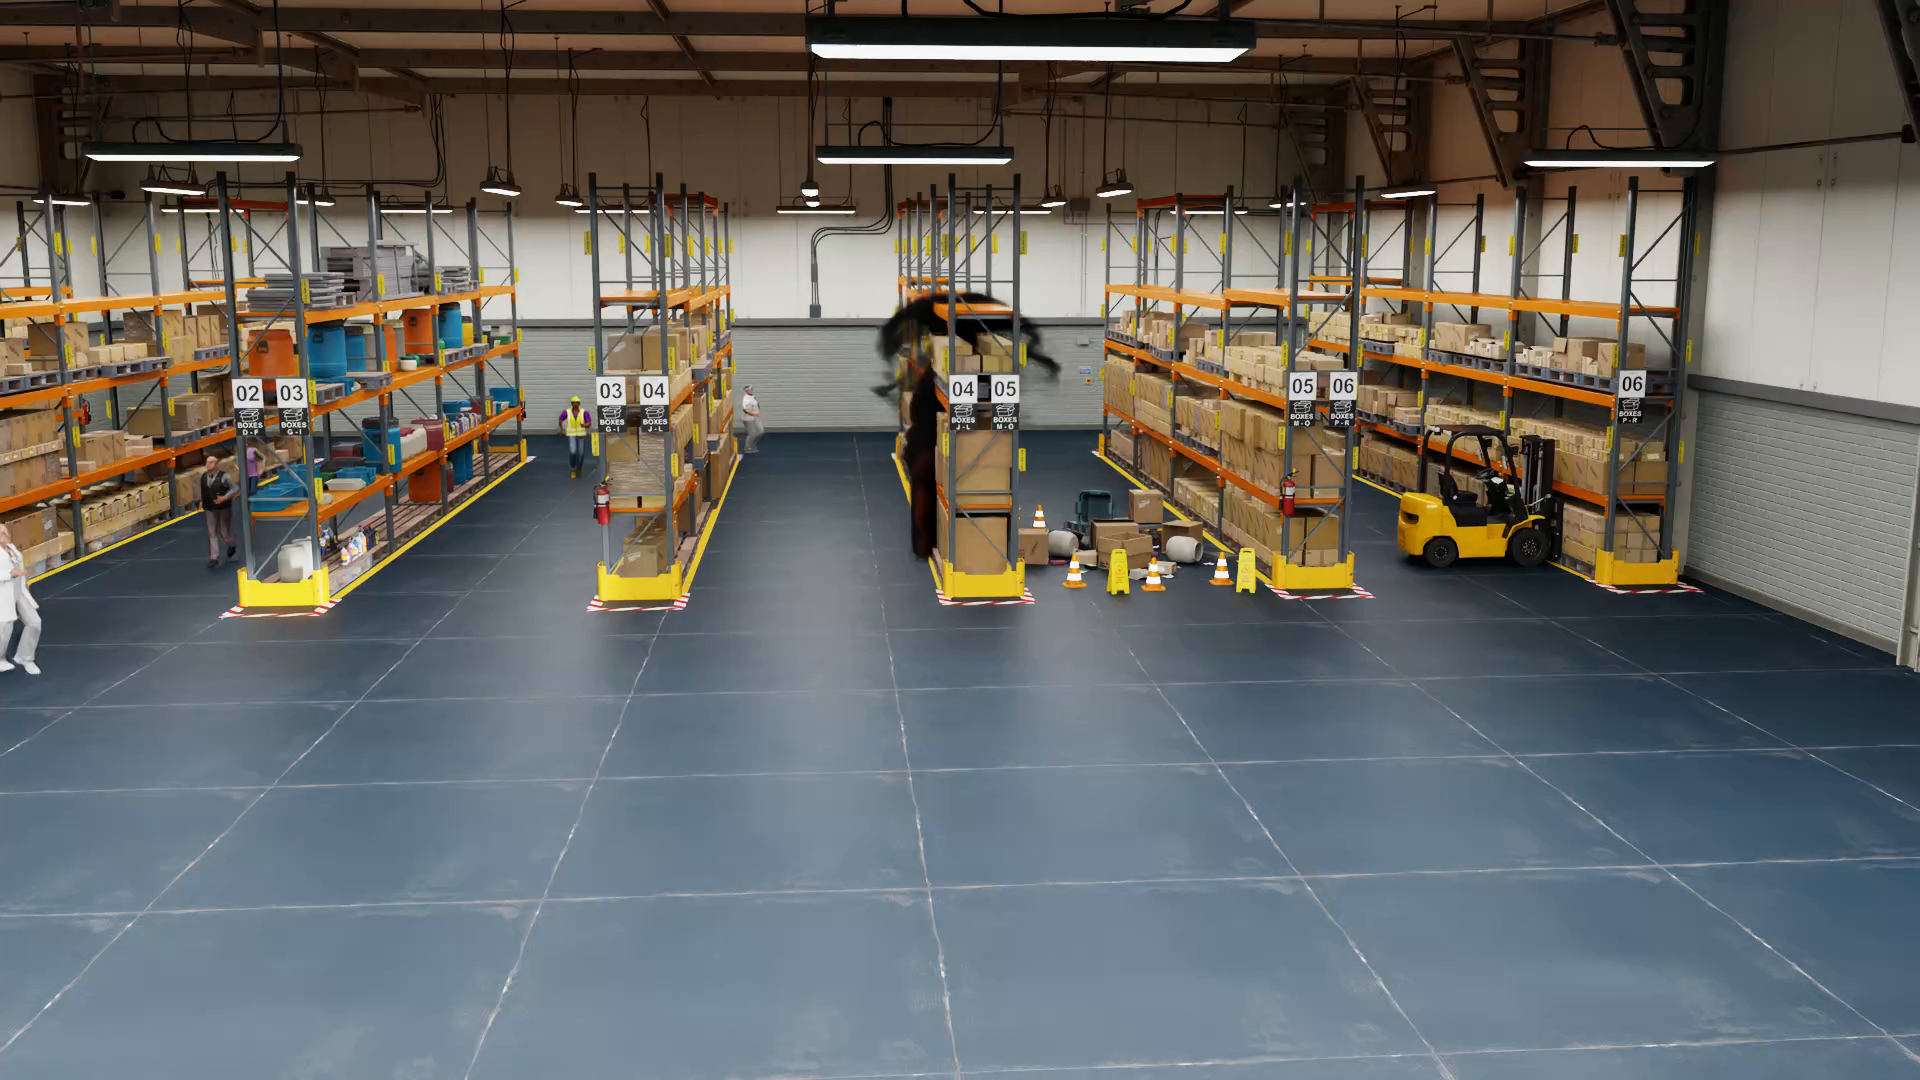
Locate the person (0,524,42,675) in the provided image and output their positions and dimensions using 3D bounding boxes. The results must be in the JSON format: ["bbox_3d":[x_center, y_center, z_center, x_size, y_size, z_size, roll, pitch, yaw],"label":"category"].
[{"bbox_3d":[-11.167,0.718,19.559,0.777,1.827,0.685,3,11,19],"label":"person"}]

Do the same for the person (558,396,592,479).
[{"bbox_3d":[-8.378,-2.232,36.298,0.674,1.806,0.732,-4,11,-20],"label":"person"}]

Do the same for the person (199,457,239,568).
[{"bbox_3d":[-11.707,-0.471,26.275,0.655,1.720,0.892,-1,10,-4],"label":"person"}]

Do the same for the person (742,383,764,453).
[{"bbox_3d":[-5.047,-2.943,40.414,0.581,1.740,0.723,3,11,17],"label":"person"}]

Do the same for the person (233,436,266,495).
[{"bbox_3d":[-13.093,-1.144,30.635,0.546,1.564,0.635,-1,10,-7],"label":"person"}]
